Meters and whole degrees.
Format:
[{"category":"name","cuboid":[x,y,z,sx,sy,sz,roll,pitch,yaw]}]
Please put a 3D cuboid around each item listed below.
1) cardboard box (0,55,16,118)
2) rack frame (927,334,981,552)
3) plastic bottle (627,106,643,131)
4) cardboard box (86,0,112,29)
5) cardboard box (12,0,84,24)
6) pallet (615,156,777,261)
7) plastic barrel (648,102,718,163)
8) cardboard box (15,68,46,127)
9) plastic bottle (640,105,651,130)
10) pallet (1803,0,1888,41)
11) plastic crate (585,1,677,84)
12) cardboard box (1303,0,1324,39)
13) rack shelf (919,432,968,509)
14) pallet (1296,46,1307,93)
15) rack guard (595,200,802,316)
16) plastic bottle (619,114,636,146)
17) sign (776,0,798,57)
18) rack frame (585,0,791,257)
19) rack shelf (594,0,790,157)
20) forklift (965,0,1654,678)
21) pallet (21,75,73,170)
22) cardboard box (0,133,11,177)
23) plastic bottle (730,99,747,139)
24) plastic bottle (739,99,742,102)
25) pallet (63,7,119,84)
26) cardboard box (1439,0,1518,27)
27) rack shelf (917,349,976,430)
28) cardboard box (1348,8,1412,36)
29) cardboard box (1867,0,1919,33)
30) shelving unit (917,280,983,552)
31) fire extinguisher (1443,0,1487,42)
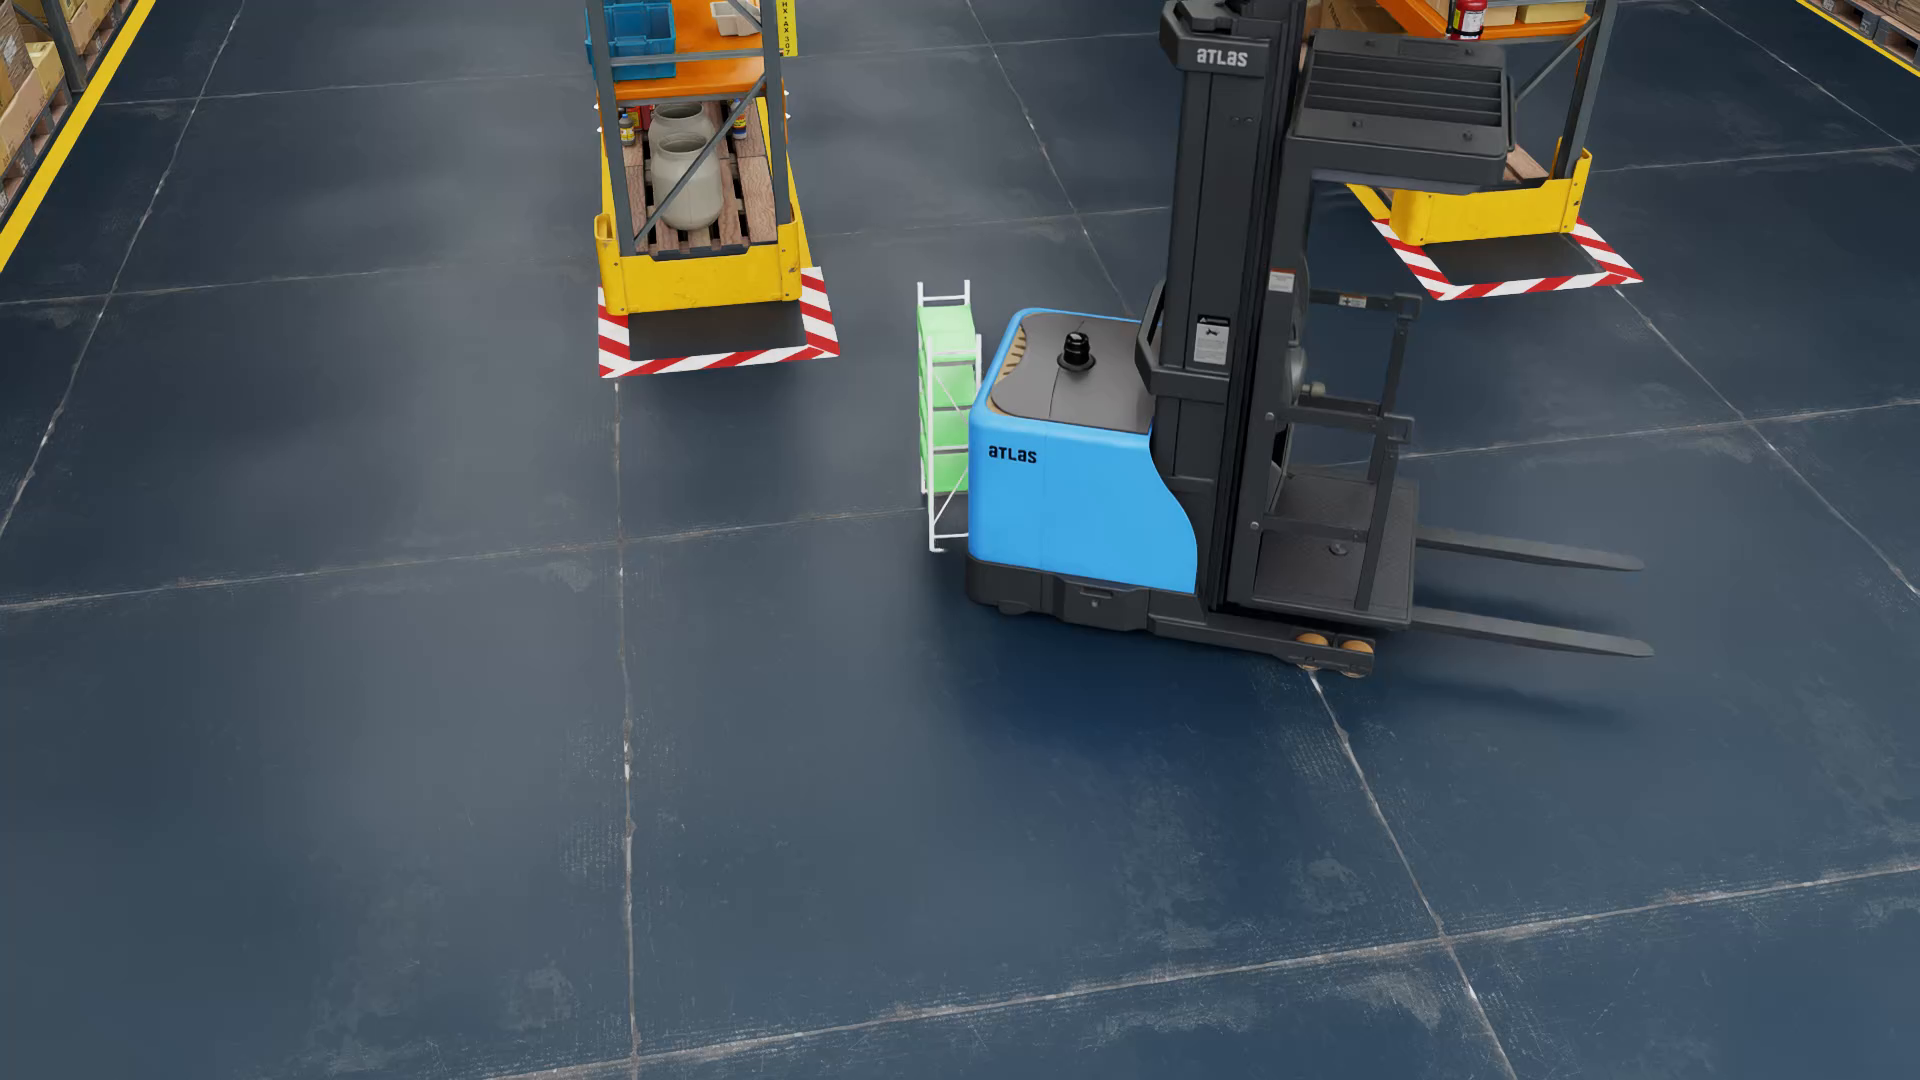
[{"category":"cardboard box","cuboid":[-6.604,-3.035,10.899,0.500,0.500,0.500,-6,38,-8]},{"category":"rack frame","cuboid":[-0.027,-0.429,7.724,0.240,1.200,0.015,-4,38,-5]},{"category":"plastic bottle","cuboid":[-2.260,-2.950,11.364,0.152,0.276,0.135,-6,38,-8]},{"category":"cardboard box","cuboid":[-6.983,-4.179,12.983,0.500,0.250,0.500,-5,38,-7]},{"category":"cardboard box","cuboid":[-6.895,-4.098,12.422,0.500,0.311,0.500,-6,38,-8]},{"category":"pallet","cuboid":[-1.686,-2.066,10.637,1.003,0.211,1.213,-6,38,-8]},{"category":"plastic barrel","cuboid":[-1.768,-2.510,10.621,0.421,0.512,0.421,0,38,0]},{"category":"cardboard box","cuboid":[-6.694,-3.040,11.518,0.500,0.250,0.500,-6,38,-8]},{"category":"plastic bottle","cuboid":[-2.156,-2.965,11.377,0.061,0.283,0.133,-6,38,-8]},{"category":"pallet","cuboid":[7.643,-4.487,13.753,1.003,0.211,1.213,-6,38,-8]},{"category":"plastic crate","cuboid":[-1.872,-2.846,9.490,0.499,0.251,0.616,-6,38,-8]},{"category":"cardboard box","cuboid":[2.824,-4.171,12.769,0.500,0.500,0.500,5,38,7]},{"category":"rack shelf","cuboid":[-0.052,-0.338,8.102,0.258,0.148,0.480,-4,38,-5]},{"category":"pallet","cuboid":[3.055,-3.342,12.279,1.003,0.211,1.213,-6,38,-8]},{"category":"rack guard","cuboid":[-1.549,-1.688,9.916,1.175,0.500,0.348,-6,38,-8]},{"category":"plastic bottle","cuboid":[-2.243,-2.765,11.187,0.097,0.201,0.097,0,38,0]},{"category":"sign","cuboid":[-0.947,-2.800,9.084,0.100,0.325,0.005,-6,38,-8]},{"category":"rack frame","cuboid":[-1.490,-2.635,9.096,1.000,3.000,0.127,-6,38,-8]},{"category":"rack shelf","cuboid":[-1.840,-3.559,10.872,1.077,0.370,4.000,-6,38,-8]},{"category":"forklift","cuboid":[1.597,-0.910,6.932,3.031,2.935,1.130,9,39,11]},{"category":"pallet","cuboid":[-6.970,-2.934,11.755,1.003,0.211,1.213,-6,38,-8]},{"category":"cardboard box","cuboid":[-6.503,-2.438,10.742,0.500,0.250,0.500,-6,38,-8]},{"category":"plastic bottle","cuboid":[-1.501,-2.860,11.251,0.097,0.271,0.097,0,38,0]},{"category":"plastic bottle","cuboid":[-1.522,-3.003,11.426,0.061,0.283,0.133,-6,38,-7]},{"category":"pallet","cuboid":[-7.236,-3.860,12.946,1.003,0.211,1.213,-6,38,-8]},{"category":"cardboard box","cuboid":[3.134,-3.218,10.052,0.380,0.149,0.250,-6,38,-8]},{"category":"rack shelf","cuboid":[-0.052,-0.717,7.807,0.258,0.148,0.480,-4,38,-5]},{"category":"cardboard box","cuboid":[3.064,-3.463,11.857,0.500,0.500,0.500,-3,38,-4]},{"category":"cardboard box","cuboid":[7.789,-4.451,12.824,0.875,0.875,0.875,-6,38,-8]},{"category":"shelving unit","cuboid":[-0.052,-0.578,7.915,0.258,1.200,0.503,-4,38,-5]},{"category":"fire extinguisher","cuboid":[2.953,-3.018,9.653,0.296,0.674,0.183,-6,38,-8]}]
